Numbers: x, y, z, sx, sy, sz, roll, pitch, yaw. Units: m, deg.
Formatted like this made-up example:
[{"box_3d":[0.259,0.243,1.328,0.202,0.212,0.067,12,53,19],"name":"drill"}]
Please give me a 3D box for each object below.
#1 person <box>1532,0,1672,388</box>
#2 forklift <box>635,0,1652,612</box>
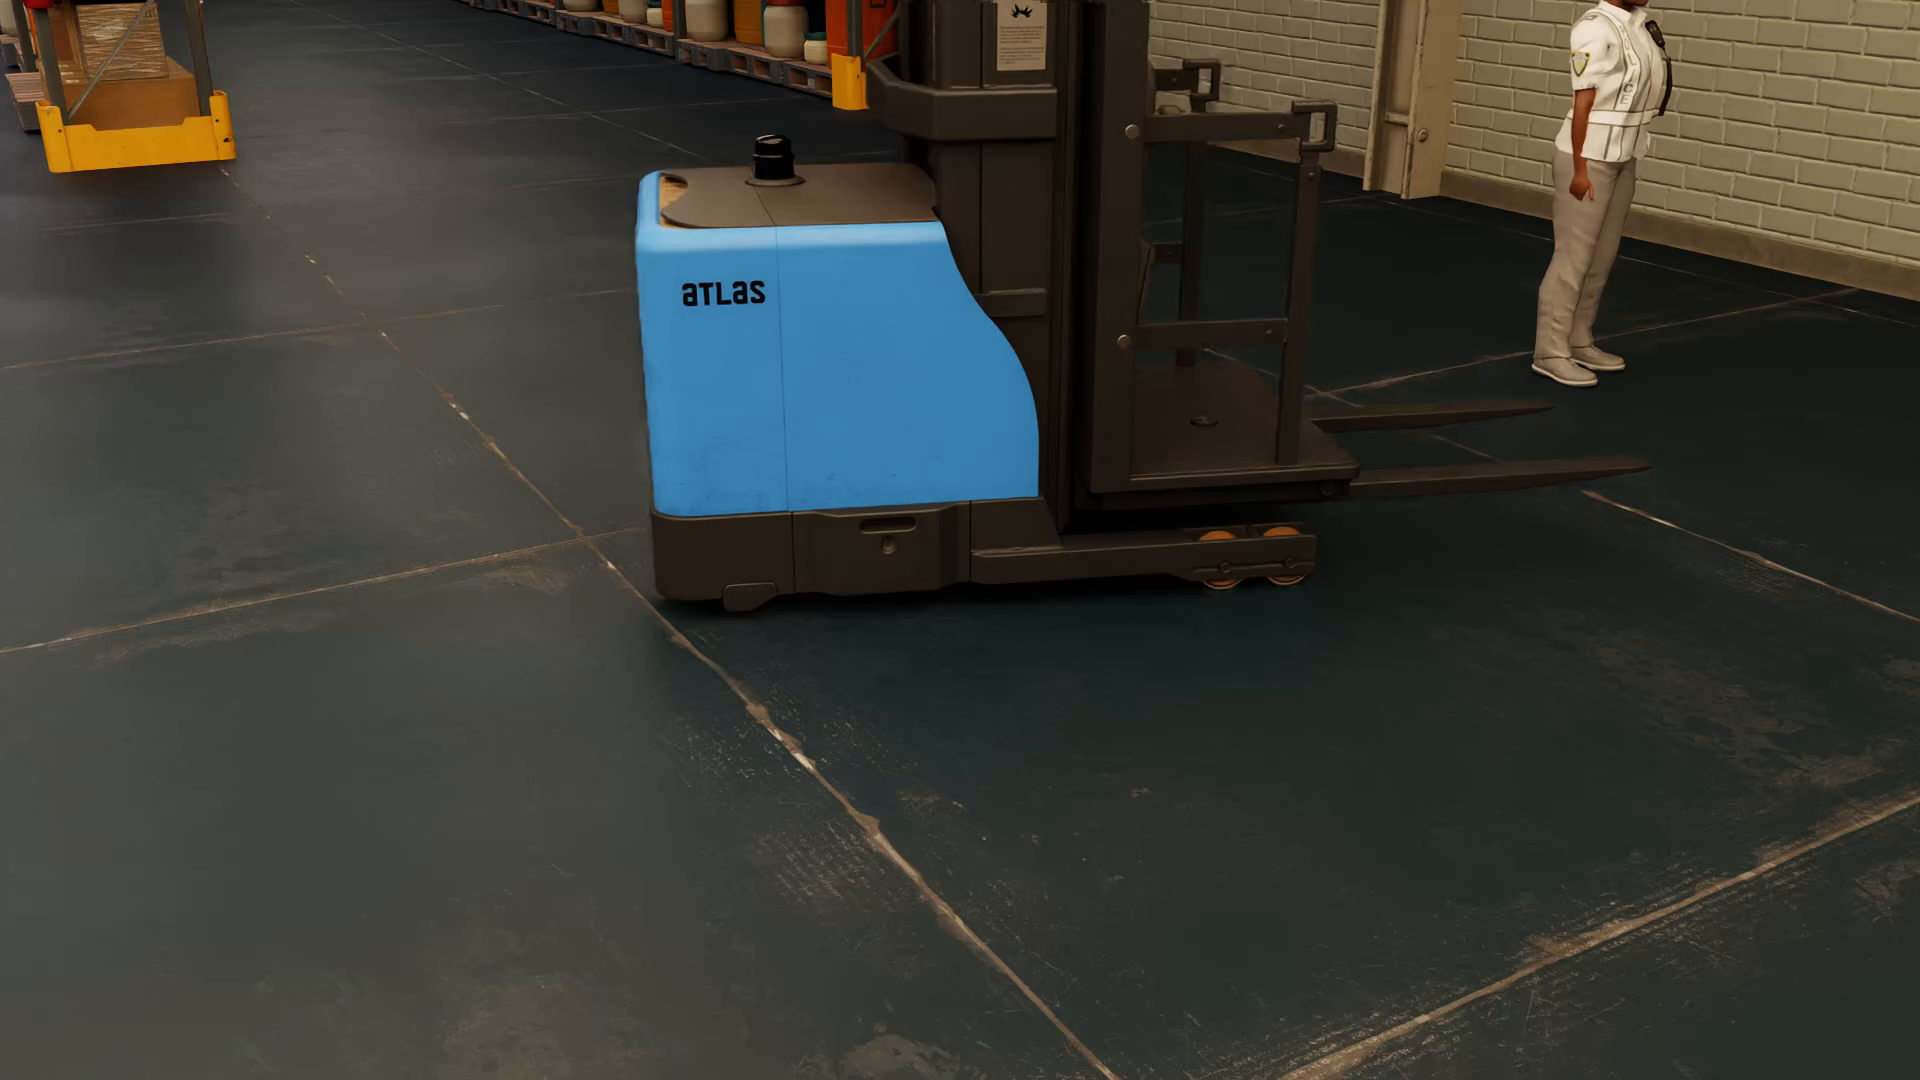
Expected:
[{"box_3d":[2.518,-1.478,6.514,0.351,1.694,0.448,20,30,40],"name":"person"},{"box_3d":[0.580,-1.408,4.704,3.031,2.935,1.130,-4,23,-9],"name":"forklift"}]
